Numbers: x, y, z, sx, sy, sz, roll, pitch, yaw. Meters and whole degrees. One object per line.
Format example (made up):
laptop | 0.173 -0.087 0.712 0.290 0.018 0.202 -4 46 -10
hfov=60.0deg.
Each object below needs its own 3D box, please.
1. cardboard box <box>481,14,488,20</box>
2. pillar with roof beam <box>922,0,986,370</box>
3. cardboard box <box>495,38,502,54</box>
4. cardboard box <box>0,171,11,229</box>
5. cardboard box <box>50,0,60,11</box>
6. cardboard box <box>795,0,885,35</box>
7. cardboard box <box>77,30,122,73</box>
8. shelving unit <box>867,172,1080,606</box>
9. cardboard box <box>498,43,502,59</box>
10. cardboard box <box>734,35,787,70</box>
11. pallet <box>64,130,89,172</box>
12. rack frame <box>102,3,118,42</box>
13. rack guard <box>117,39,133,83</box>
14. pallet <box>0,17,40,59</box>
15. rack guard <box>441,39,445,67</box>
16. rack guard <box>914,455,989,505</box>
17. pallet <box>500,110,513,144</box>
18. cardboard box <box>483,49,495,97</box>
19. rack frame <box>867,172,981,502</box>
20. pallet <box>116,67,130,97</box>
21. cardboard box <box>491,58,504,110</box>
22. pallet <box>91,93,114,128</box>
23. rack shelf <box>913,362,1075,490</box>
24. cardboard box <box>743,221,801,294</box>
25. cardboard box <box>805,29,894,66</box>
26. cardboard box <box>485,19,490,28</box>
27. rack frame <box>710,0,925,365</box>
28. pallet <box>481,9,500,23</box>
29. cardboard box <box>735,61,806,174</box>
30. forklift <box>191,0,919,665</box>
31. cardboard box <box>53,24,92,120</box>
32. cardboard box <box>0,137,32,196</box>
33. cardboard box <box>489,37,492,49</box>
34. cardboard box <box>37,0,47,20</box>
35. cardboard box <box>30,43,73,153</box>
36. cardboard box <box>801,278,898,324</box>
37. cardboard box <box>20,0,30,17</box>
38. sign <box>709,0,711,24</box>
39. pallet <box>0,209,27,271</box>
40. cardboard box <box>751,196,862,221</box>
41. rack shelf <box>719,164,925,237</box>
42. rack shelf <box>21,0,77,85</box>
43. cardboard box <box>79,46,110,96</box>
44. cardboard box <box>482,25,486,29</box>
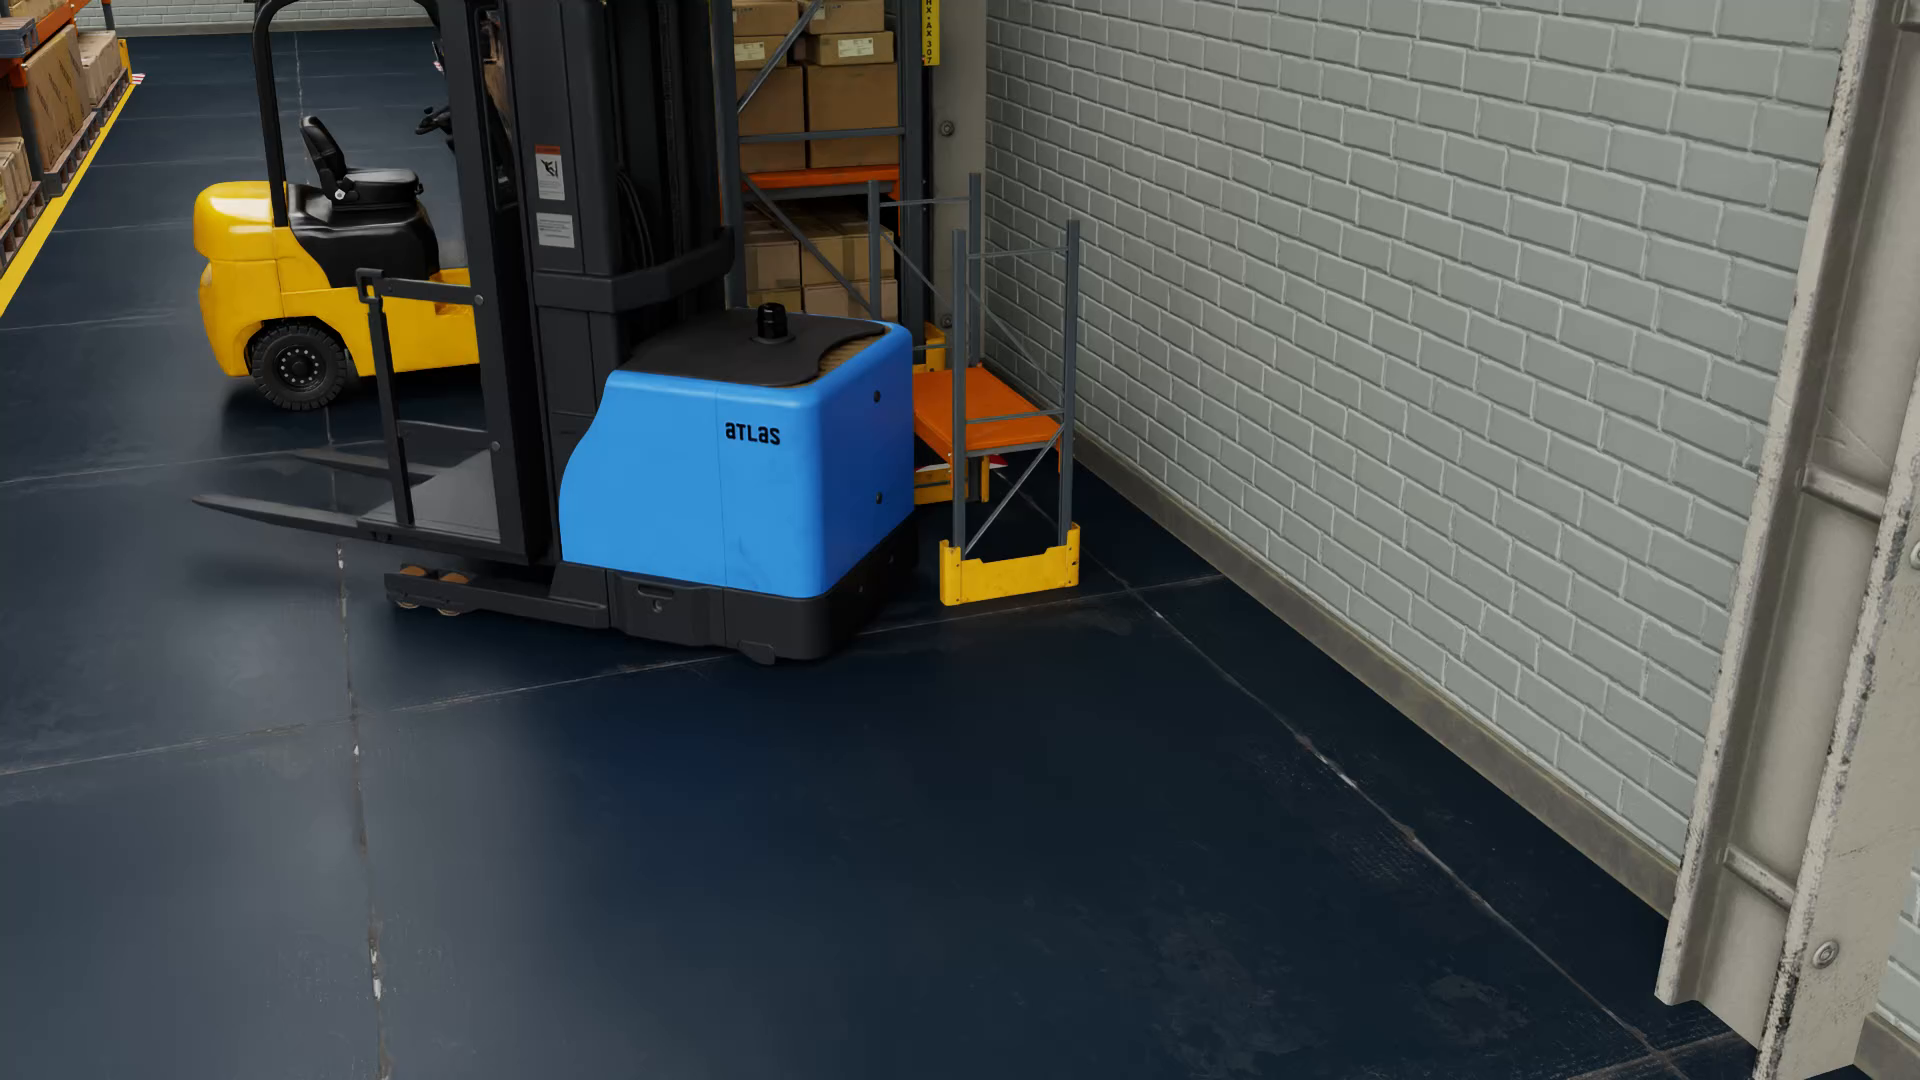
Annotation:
cardboard box | -6.193 -6.557 21.618 0.797 0.503 0.637 -9 25 -21
pillar with roof beam | -4.099 -4.486 6.307 9.100 9.000 0.400 -8 24 -19
cardboard box | -4.758 -5.288 17.776 0.380 0.149 0.250 -10 25 -22
cardboard box | -7.416 -2.392 11.907 0.950 0.372 0.625 -8 24 -17
cardboard box | -8.977 -5.230 15.991 0.500 0.250 0.500 -9 24 -20
cardboard box | -0.587 -2.569 8.136 0.380 0.149 0.250 -9 24 -20
cardboard box | -10.636 -5.853 20.034 0.875 0.438 0.875 -9 25 -21
shelving unit | 0.027 -0.663 6.893 0.587 1.500 1.083 -8 24 -19
cardboard box | -4.595 -5.094 17.316 0.380 0.149 0.250 -8 24 -19
cardboard box | -1.053 -2.368 8.042 0.380 0.149 0.250 -8 24 -18
pallet | -8.772 -3.614 15.553 1.003 0.211 1.213 -8 24 -19
rack frame | -10.963 -7.067 20.154 1.000 3.000 0.127 -8 24 -19
rack guard | -10.972 -5.923 20.660 1.175 0.500 0.348 -8 24 -19
pallet | -7.786 -3.827 12.715 1.213 0.211 1.003 -8 24 -19
rack guard | -6.294 -6.569 22.193 1.175 0.500 0.348 -8 24 -19
rack guard | -0.149 -0.268 7.565 0.587 0.250 0.087 -8 24 -19
pallet | -4.150 -4.276 17.124 1.003 0.211 1.213 -8 24 -19
cardboard box | -4.947 -5.131 18.238 0.500 0.500 0.500 -7 24 -17
rack frame | -0.149 -0.845 7.323 0.500 1.500 0.032 -8 24 -19
pallet | -10.607 -5.502 20.032 1.003 0.211 1.213 -8 24 -19
cardboard box | -4.578 -4.756 17.351 0.500 0.500 0.500 -9 25 -21
pallet | -9.745 -4.615 17.928 1.003 0.211 1.213 -8 24 -19
rack shelf | 0.030 -0.494 6.955 0.538 0.185 1.000 -8 24 -19
cardboard box | -1.123 -1.447 8.533 0.500 0.250 0.500 -8 24 -17
cardboard box | -0.546 -2.439 8.211 0.380 0.149 0.250 -9 24 -20
cardboard box | -4.973 -5.615 18.169 0.380 0.149 0.250 -9 24 -20
rack frame | -0.668 -1.935 7.980 1.000 3.000 0.127 -8 24 -19
pallet | -3.800 -4.990 15.475 1.213 0.211 1.003 -8 24 -19
cardboard box | -1.088 -2.124 8.299 0.500 0.500 0.500 -9 24 -20
forklift | -1.742 -1.232 6.400 3.031 2.935 1.130 8 24 19
cardboard box | -9.256 -4.613 16.528 0.875 0.875 0.875 -8 24 -17
cardboard box | -7.947 -2.936 13.196 0.950 0.372 0.625 -10 25 -23
cardboard box | -5.030 -5.469 18.207 0.380 0.149 0.250 -7 24 -16
cardboard box | -8.630 -4.857 15.106 0.500 0.250 0.500 -8 24 -19
cardboard box | -8.614 -3.961 14.981 0.875 0.875 0.875 -8 24 -18
cardboard box | -0.640 -1.292 8.808 0.500 0.250 0.500 -8 24 -18
cardboard box | -8.272 -4.487 14.227 0.500 0.250 0.500 -9 25 -21
sign | -1.181 -2.509 7.544 0.100 0.325 0.005 -8 24 -19
pallet | -7.435 -2.148 12.075 1.003 0.211 1.213 -8 24 -19
cardboard box | -0.841 -1.704 9.144 0.500 0.250 0.500 -8 24 -19
rack shelf | -1.375 -2.331 9.844 1.077 0.370 4.000 -8 24 -19
rack shelf | -8.843 -4.555 15.121 1.077 0.370 4.000 -8 24 -19
cardboard box | -9.988 -5.194 18.469 0.875 0.438 0.875 -9 25 -21
cardboard box | -5.835 -6.034 20.381 0.500 0.500 0.500 -8 24 -18
